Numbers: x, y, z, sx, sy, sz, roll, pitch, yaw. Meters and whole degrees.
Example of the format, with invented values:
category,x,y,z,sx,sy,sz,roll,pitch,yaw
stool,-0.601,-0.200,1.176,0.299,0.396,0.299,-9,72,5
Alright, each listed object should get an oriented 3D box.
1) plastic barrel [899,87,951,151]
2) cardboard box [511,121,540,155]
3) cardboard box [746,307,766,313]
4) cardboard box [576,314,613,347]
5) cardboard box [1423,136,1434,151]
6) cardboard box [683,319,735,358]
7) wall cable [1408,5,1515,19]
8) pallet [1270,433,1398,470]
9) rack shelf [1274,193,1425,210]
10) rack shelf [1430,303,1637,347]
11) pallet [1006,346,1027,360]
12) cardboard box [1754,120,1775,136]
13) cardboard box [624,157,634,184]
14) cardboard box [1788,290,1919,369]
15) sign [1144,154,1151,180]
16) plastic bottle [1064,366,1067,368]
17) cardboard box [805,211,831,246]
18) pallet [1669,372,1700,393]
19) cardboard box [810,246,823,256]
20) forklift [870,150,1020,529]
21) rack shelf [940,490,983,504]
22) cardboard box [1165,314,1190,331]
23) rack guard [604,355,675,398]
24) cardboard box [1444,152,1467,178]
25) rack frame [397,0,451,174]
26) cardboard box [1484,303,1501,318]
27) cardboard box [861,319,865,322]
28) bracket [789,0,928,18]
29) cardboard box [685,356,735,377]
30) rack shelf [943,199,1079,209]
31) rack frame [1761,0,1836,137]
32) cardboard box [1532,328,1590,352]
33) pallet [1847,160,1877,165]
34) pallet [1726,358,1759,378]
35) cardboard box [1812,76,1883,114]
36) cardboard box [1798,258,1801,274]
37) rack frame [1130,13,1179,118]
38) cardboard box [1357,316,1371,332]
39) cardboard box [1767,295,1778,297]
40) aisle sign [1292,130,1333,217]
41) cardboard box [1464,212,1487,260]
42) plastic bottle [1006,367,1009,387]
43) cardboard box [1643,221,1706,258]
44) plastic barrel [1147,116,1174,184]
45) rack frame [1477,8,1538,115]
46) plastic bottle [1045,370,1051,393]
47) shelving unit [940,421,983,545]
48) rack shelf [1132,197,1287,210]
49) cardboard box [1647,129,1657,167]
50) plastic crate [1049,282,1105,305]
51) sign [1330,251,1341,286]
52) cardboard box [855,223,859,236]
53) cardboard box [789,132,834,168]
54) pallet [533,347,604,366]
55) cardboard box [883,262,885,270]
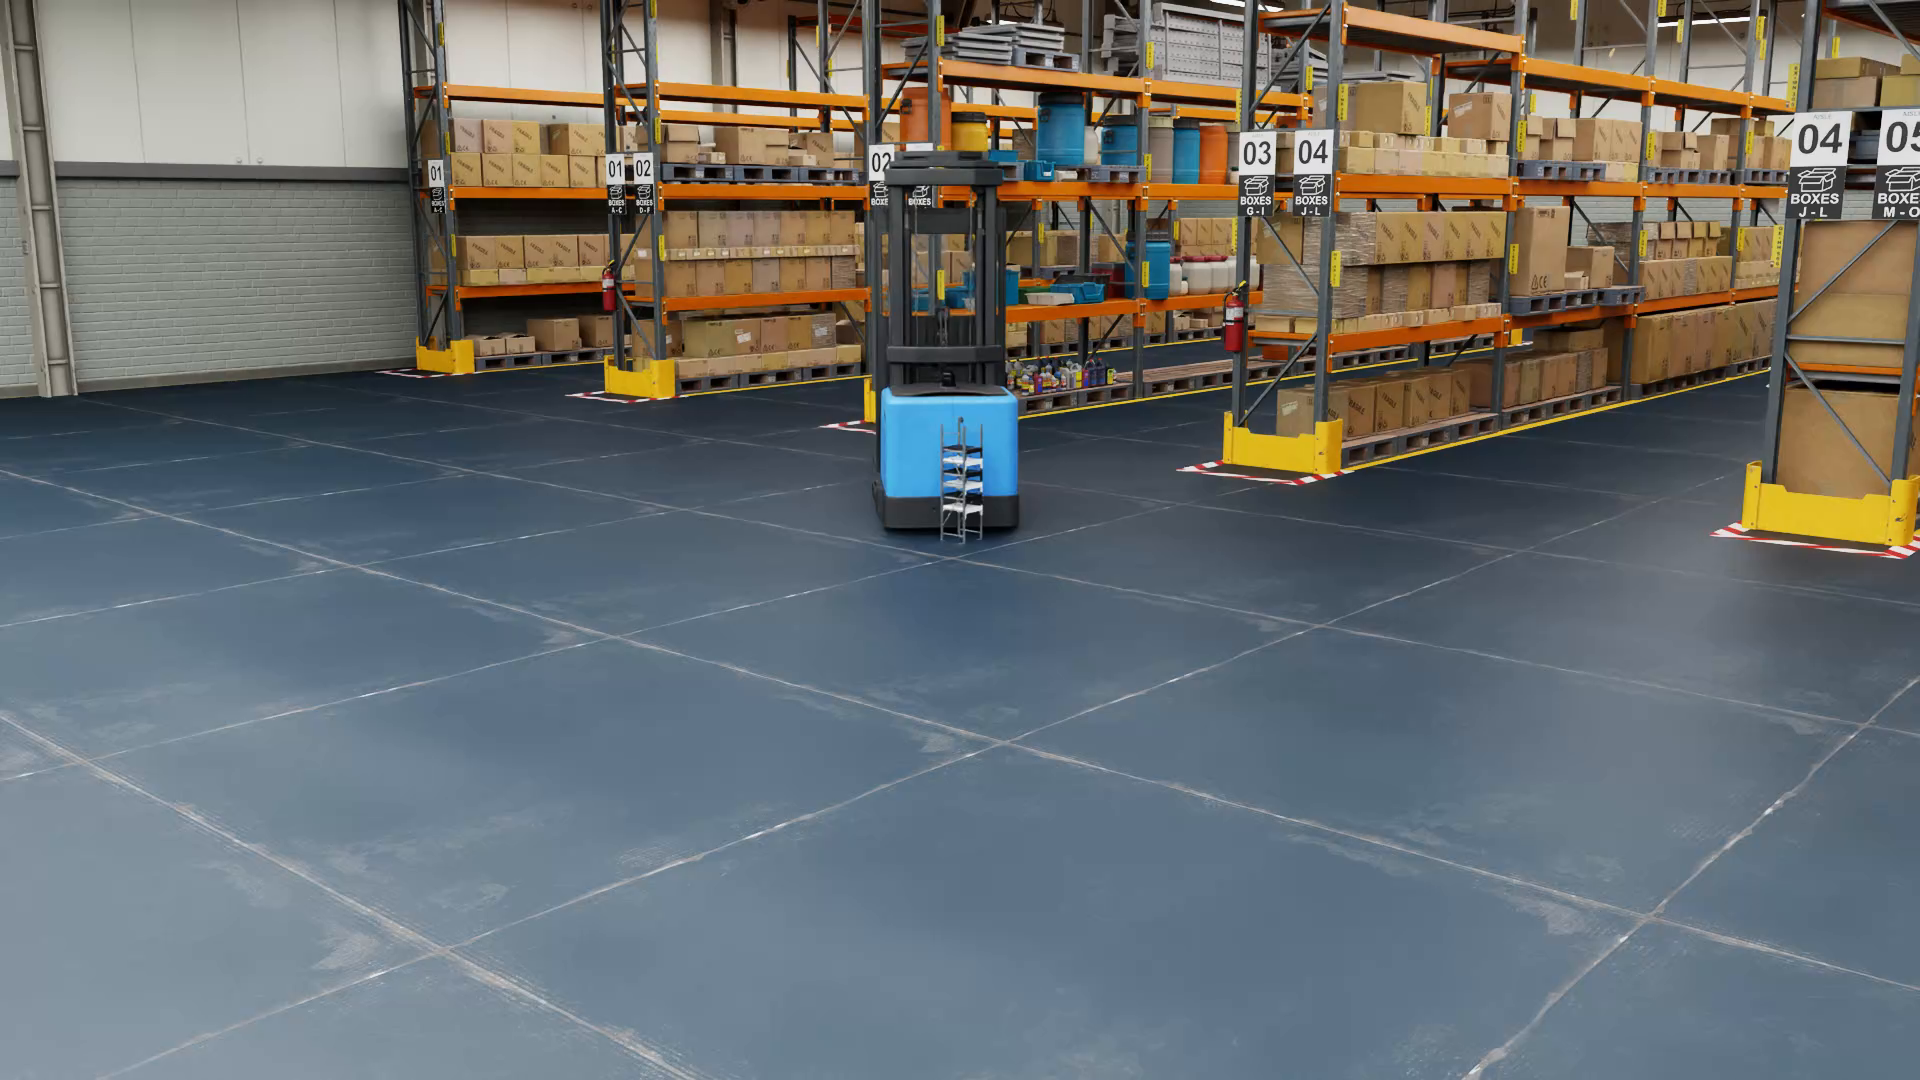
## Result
category,x,y,z,sx,sy,sz,roll,pitch,yaw
plastic barrel,-0.400,-4.794,19.230,0.600,0.830,0.708,10,15,40
cardboard box,-6.932,-6.289,26.024,0.500,0.500,0.500,10,15,42
cardboard box,-3.957,-4.017,30.422,0.700,0.500,0.500,10,15,40
cardboard box,-6.082,-3.520,27.938,0.500,0.500,0.500,8,14,36
cardboard box,4.628,-4.052,17.047,0.380,0.149,0.250,9,14,38
cardboard box,-3.494,-2.809,23.151,0.500,0.500,0.500,10,15,40
wall cable,10.853,-12.616,36.323,3.097,2.526,0.112,10,15,40
pallet,3.708,-0.937,16.865,1.003,0.211,1.213,10,15,40
rack shelf,5.975,-5.408,26.310,1.077,0.370,4.000,10,15,40
rack shelf,7.056,-2.709,20.451,1.077,0.370,4.000,10,15,40
pallet,0.364,-3.153,27.961,1.003,0.211,1.213,10,15,40
cardboard box,12.316,-6.379,25.837,0.500,0.250,0.500,9,15,39
cardboard box,-5.576,-6.112,27.687,0.500,0.500,0.500,10,15,42
cardboard box,6.965,-1.656,12.963,0.875,0.550,0.550,10,15,40
sign,2.421,-4.810,21.454,0.100,0.325,0.005,10,15,40
plastic bottle,1.372,-2.093,21.343,0.061,0.283,0.133,10,15,40
cardboard box,-2.324,-4.593,24.481,0.700,0.500,0.500,10,15,40
pallet,9.758,-2.273,23.553,1.003,0.211,1.213,10,15,40
cardboard box,-2.230,-4.234,24.341,0.380,0.149,0.250,10,15,40
forklift,-0.187,-1.760,14.037,1.130,2.935,3.031,-1,11,-5
rack shelf,0.013,-0.313,12.612,0.258,0.077,0.200,9,15,39
cardboard box,4.017,-4.156,31.605,0.500,0.311,0.500,10,15,40
rack guard,-4.360,-2.231,22.603,1.175,0.500,0.348,10,15,40
cardboard box,4.946,-3.913,17.366,0.500,0.250,0.500,10,15,40
rack frame,-8.067,-7.042,24.992,1.000,3.000,0.127,10,15,40
cardboard box,5.814,-2.574,18.583,0.380,0.149,0.250,10,15,40
cardboard box,-1.313,-3.355,26.367,0.500,0.311,0.500,10,15,42
bracket,-2.053,-10.299,32.109,0.076,0.066,4.783,10,15,40
cardboard box,-3.496,-2.442,23.226,0.500,0.250,0.500,10,15,40
rack shelf,1.174,-7.278,35.669,1.077,0.370,4.000,10,15,40
rack frame,13.657,-7.475,27.159,1.000,3.000,0.127,10,15,40
cardboard box,7.614,-2.531,21.071,0.500,0.250,0.500,-10,15,-41
pallet,8.041,-3.241,13.846,1.003,0.211,1.213,10,15,40
pallet,11.577,-2.678,25.583,1.003,0.211,1.213,10,15,40
cardboard box,6.867,-3.429,12.858,0.500,0.250,0.500,10,15,41
cardboard box,13.536,-4.499,27.203,0.500,0.250,0.500,9,15,39
rack frame,3.577,-8.167,30.628,1.000,3.000,0.127,10,15,40
cardboard box,3.818,-2.136,16.387,0.380,0.149,0.250,10,15,40
cardboard box,13.294,-3.592,27.390,0.875,0.875,0.875,10,15,40
aisle sign,3.279,-3.406,15.466,0.394,0.787,0.004,10,15,40
cardboard box,5.316,-3.277,17.891,0.500,0.500,0.500,10,15,40
plastic bottle,0.536,-2.080,21.297,0.152,0.276,0.135,9,15,39
cardboard box,10.139,-4.291,23.718,0.797,0.503,0.637,10,15,41
plastic barrel,2.619,-5.323,22.767,0.600,0.901,0.600,0,11,0
rack frame,9.936,-8.115,30.365,1.000,3.000,0.127,10,15,40
plastic bottle,1.098,-1.988,20.851,0.097,0.271,0.097,0,11,0
shelving unit,0.013,-0.434,12.588,0.258,0.900,0.210,9,15,39
rack shelf,4.898,-6.638,32.465,1.077,0.370,4.000,10,15,40
cardboard box,8.724,-5.182,22.004,0.797,0.503,0.637,11,16,44
plastic crate,1.488,-3.137,21.137,0.499,0.251,0.616,10,15,40
sign,3.503,-2.533,15.525,0.100,0.325,0.005,10,15,40
cardboard box,-2.274,-5.887,31.547,0.500,0.250,0.500,10,15,42
cardboard box,-2.234,-5.803,24.764,0.500,0.500,0.500,-11,15,-43
pallet,-6.649,-3.037,27.379,1.003,0.211,1.213,10,15,40
cardboard box,-1.567,-5.375,32.554,0.380,0.149,0.250,10,15,41
